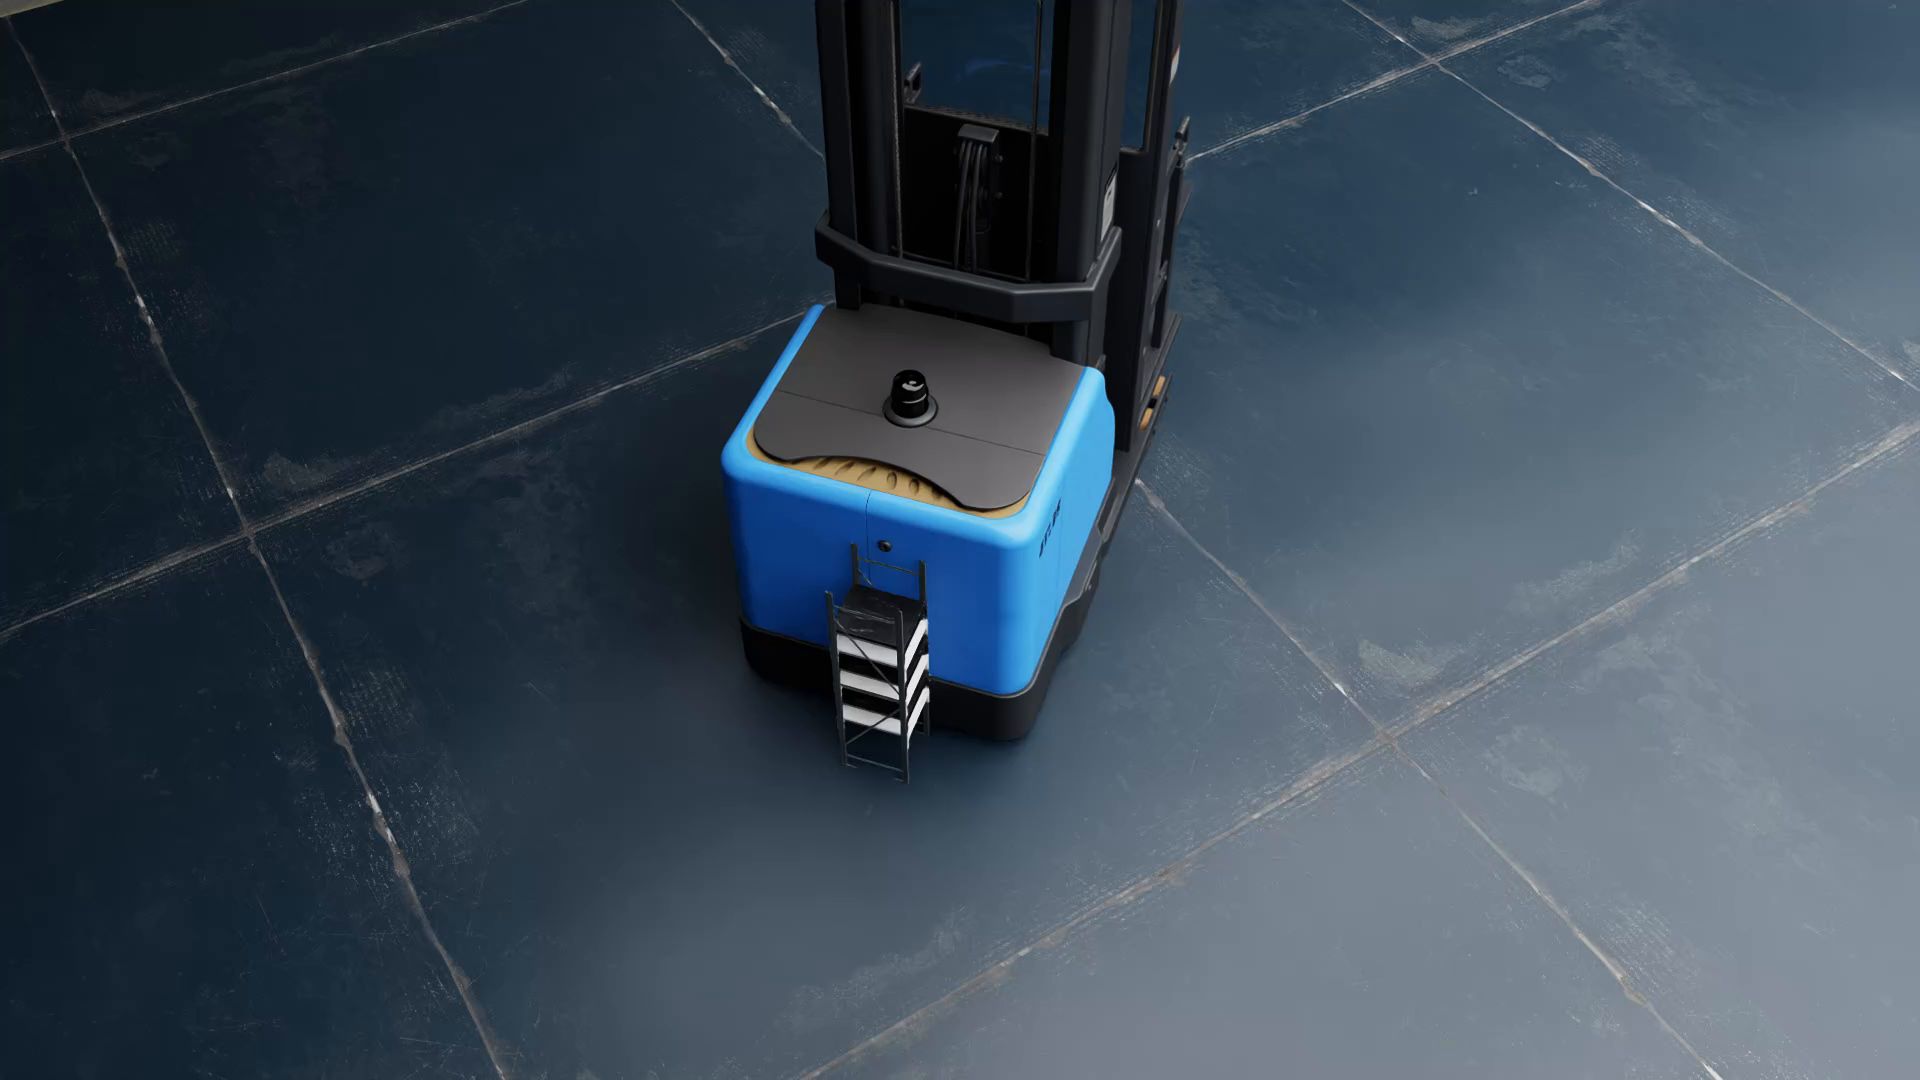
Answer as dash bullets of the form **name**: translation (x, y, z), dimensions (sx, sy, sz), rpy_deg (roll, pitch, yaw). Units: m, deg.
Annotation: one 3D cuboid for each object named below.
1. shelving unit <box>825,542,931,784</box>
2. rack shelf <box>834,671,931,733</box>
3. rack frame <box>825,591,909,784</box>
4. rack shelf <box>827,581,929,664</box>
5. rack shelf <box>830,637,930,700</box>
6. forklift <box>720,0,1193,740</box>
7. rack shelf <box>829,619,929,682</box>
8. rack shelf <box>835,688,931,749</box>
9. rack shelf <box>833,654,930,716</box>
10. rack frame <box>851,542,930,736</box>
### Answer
- **shelving unit**: translation (-0.250, 0.409, 5.283), dimensions (0.258, 0.900, 0.210), rpy_deg (15, 50, 13)
- **rack shelf**: translation (-0.250, 0.491, 5.375), dimensions (0.258, 0.077, 0.200), rpy_deg (15, 50, 13)
- **rack frame**: translation (-0.283, 0.481, 5.219), dimensions (0.240, 0.900, 0.006), rpy_deg (15, 50, 13)
- **rack shelf**: translation (-0.250, 0.252, 5.106), dimensions (0.258, 0.077, 0.200), rpy_deg (15, 50, 13)
- **rack shelf**: translation (-0.250, 0.372, 5.240), dimensions (0.258, 0.077, 0.200), rpy_deg (15, 50, 13)
- **forklift**: translation (0.212, -1.431, 5.562), dimensions (1.130, 2.935, 3.031), rpy_deg (15, 50, 13)
- **rack shelf**: translation (-0.250, 0.312, 5.173), dimensions (0.258, 0.077, 0.200), rpy_deg (15, 50, 13)
- **rack shelf**: translation (-0.250, 0.551, 5.442), dimensions (0.258, 0.077, 0.200), rpy_deg (15, 50, 13)
- **rack shelf**: translation (-0.250, 0.432, 5.308), dimensions (0.258, 0.077, 0.200), rpy_deg (15, 50, 13)
- **rack frame**: translation (-0.217, 0.338, 5.347), dimensions (0.240, 0.900, 0.006), rpy_deg (15, 50, 13)
